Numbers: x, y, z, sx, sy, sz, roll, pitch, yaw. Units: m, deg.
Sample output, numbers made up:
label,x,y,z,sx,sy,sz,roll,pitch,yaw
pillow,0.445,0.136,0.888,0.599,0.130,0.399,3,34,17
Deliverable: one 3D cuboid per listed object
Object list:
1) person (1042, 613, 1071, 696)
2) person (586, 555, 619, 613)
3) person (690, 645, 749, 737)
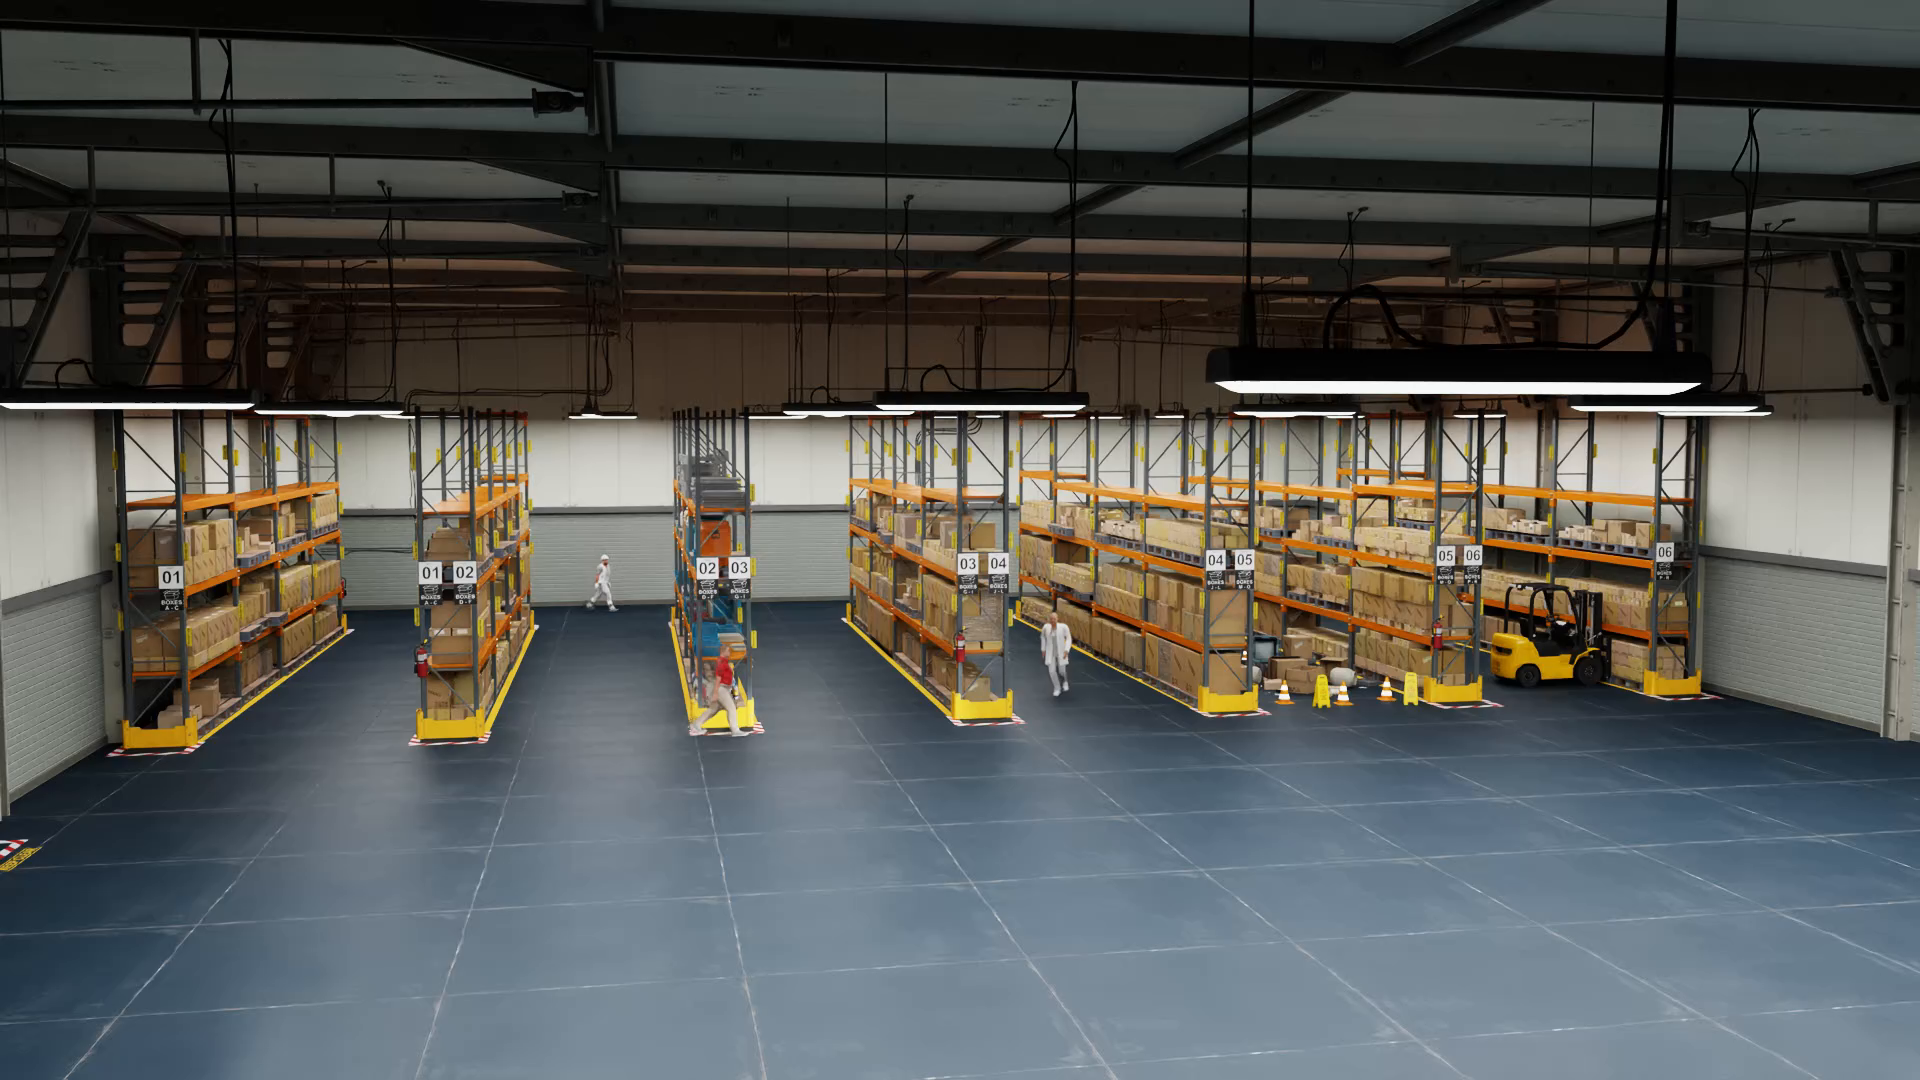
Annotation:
label,x,y,z,sx,sy,sz,roll,pitch,yaw
person,2.040,2.399,34.979,0.648,1.696,0.730,1,4,12
person,-10.747,1.308,50.043,1.140,1.732,0.517,1,4,10
person,-4.356,2.732,30.147,1.062,1.669,0.553,0,4,-5
